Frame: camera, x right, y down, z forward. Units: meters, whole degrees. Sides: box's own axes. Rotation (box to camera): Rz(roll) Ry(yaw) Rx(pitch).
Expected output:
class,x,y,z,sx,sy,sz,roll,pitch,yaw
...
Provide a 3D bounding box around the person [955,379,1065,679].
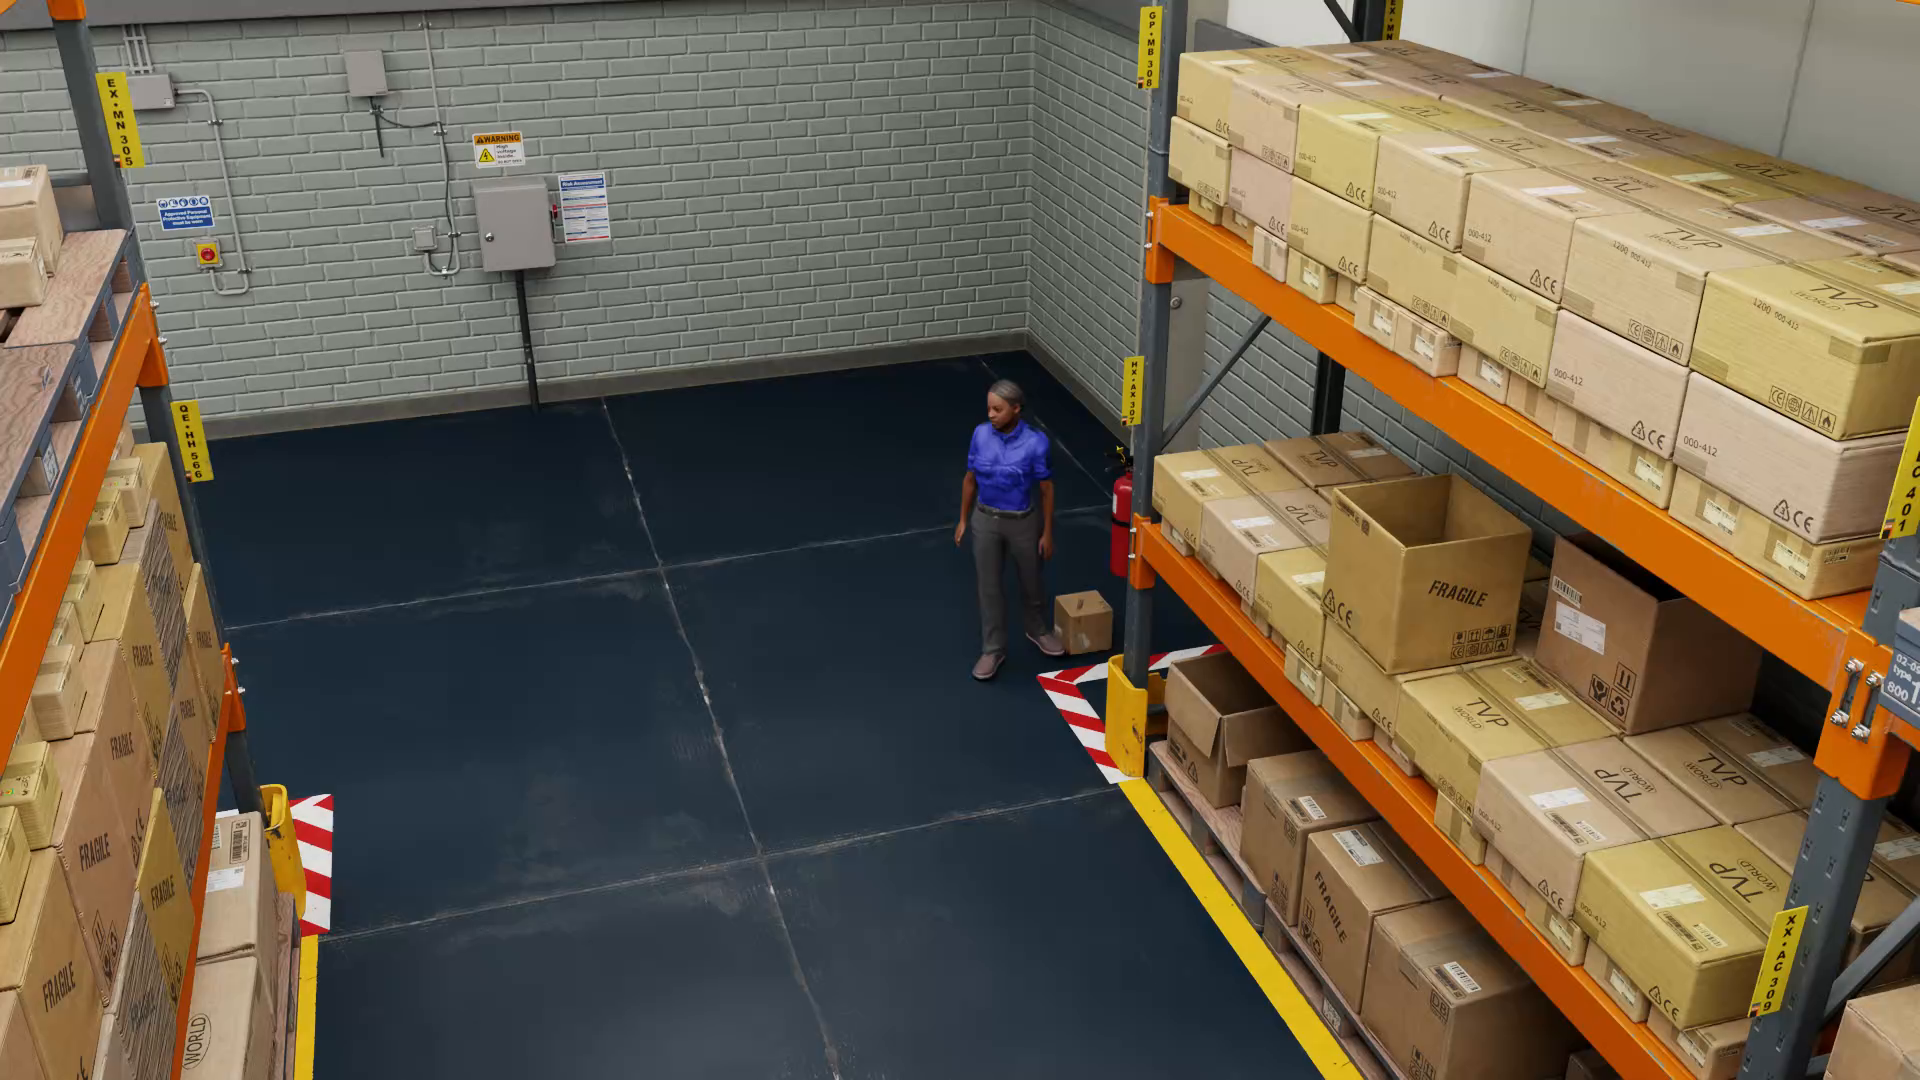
class,x,y,z,sx,sy,sz,roll,pitch,yaw
person,0.266,-0.084,8.780,0.583,1.651,0.555,8,28,15
